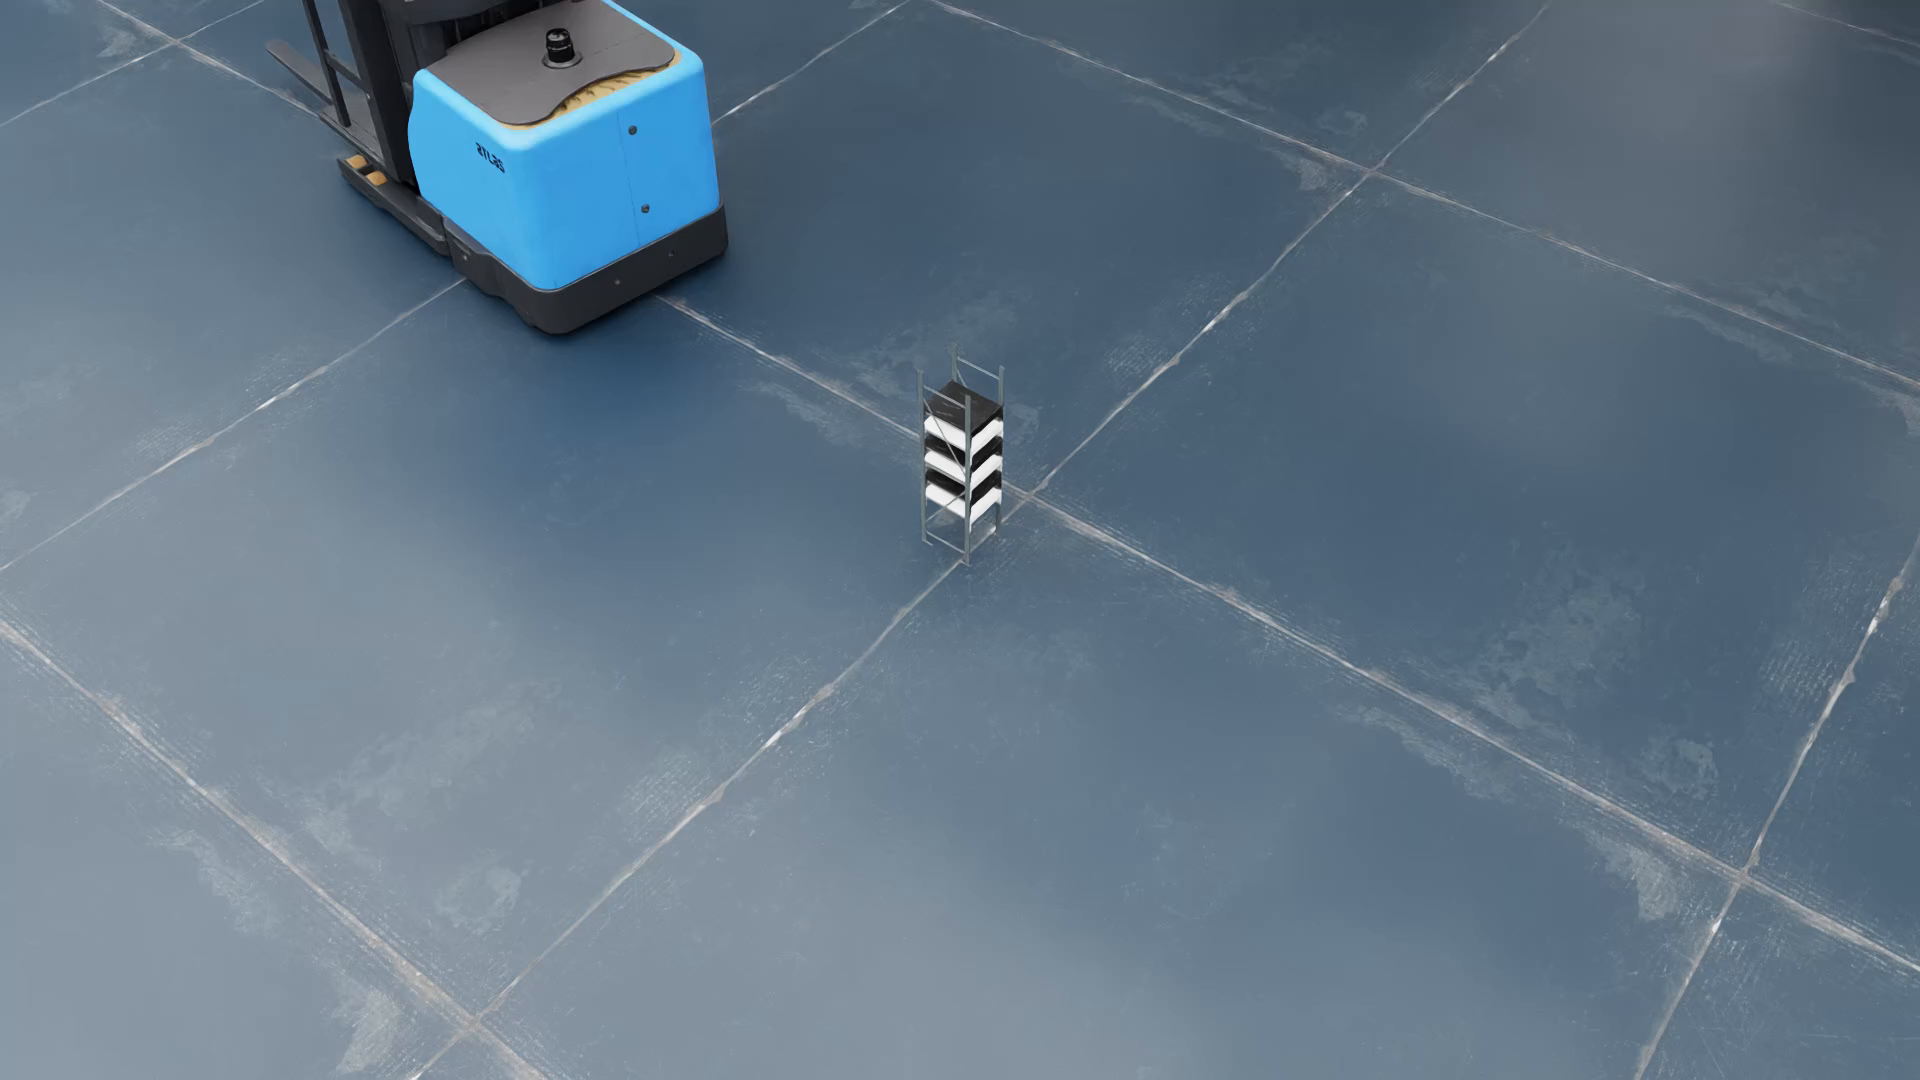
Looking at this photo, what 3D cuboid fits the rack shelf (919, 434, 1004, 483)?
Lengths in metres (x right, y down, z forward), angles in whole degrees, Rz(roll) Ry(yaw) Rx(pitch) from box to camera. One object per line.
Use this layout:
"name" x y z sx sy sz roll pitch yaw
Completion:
"rack shelf" 0.005 -0.355 6.388 0.258 0.077 0.200 29 53 25

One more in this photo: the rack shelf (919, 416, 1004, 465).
"rack shelf" 0.005 -0.417 6.323 0.258 0.077 0.200 29 53 25

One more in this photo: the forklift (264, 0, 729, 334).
"forklift" -2.492 -2.922 7.514 1.130 2.935 3.031 -34 55 -28

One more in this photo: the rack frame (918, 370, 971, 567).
"rack frame" -0.057 -0.257 6.373 0.240 0.900 0.006 29 53 25

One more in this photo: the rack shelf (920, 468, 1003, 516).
"rack shelf" 0.005 -0.230 6.518 0.258 0.077 0.200 29 53 25

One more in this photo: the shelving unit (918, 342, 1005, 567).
"shelving unit" 0.005 -0.315 6.429 0.258 0.900 0.210 29 53 25

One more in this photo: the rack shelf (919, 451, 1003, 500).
"rack shelf" 0.005 -0.292 6.453 0.258 0.077 0.200 29 53 25

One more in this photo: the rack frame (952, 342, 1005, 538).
"rack frame" 0.067 -0.374 6.485 0.240 0.900 0.006 29 53 25

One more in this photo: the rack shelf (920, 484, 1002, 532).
"rack shelf" 0.005 -0.168 6.583 0.258 0.077 0.200 29 53 25

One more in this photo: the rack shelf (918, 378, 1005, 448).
"rack shelf" 0.005 -0.479 6.258 0.258 0.077 0.200 29 53 25
